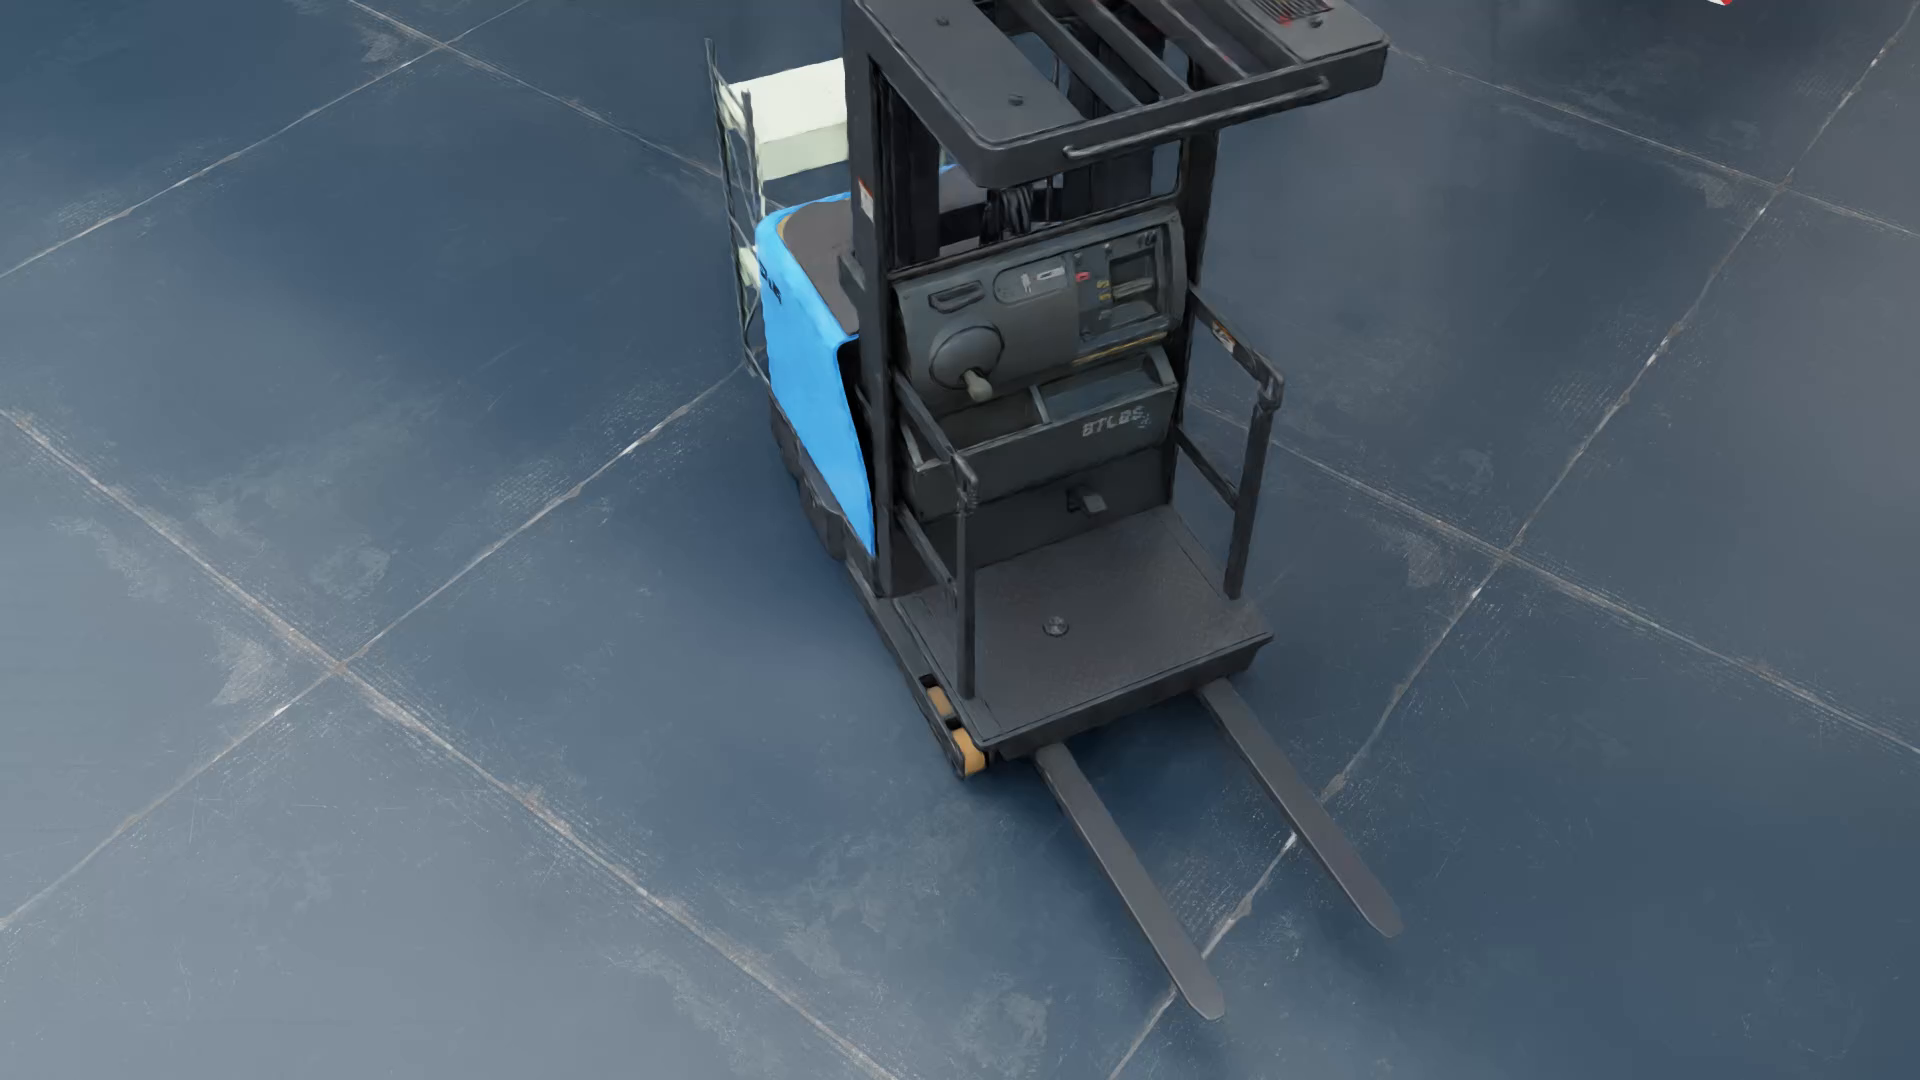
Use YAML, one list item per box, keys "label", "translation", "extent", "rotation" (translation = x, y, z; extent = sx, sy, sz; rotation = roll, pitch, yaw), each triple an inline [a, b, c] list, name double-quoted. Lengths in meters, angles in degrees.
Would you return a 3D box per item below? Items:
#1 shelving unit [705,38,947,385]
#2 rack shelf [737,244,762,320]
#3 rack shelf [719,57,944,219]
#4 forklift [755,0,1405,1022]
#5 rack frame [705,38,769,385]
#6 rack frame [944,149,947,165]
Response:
- label: "shelving unit"
  translation: [-0.473, -1.234, 6.392]
  extent: [0.755, 1.500, 0.431]
  rotation: [-19, 49, -17]
- label: "rack shelf"
  translation: [-0.473, -1.009, 6.628]
  extent: [0.720, 0.370, 0.431]
  rotation: [-19, 49, -17]
- label: "rack shelf"
  translation: [-0.473, -1.504, 6.110]
  extent: [0.720, 0.370, 0.431]
  rotation: [-19, 49, -17]
- label: "forklift"
  translation: [0.349, -0.601, 4.798]
  extent: [1.130, 2.935, 3.031]
  rotation: [-19, 49, -17]
- label: "rack frame"
  translation: [-0.804, -1.121, 6.283]
  extent: [0.023, 1.500, 0.400]
  rotation: [-19, 49, -17]
- label: "rack frame"
  translation: [-0.143, -1.348, 6.501]
  extent: [0.023, 1.500, 0.400]
  rotation: [-19, 49, -17]
